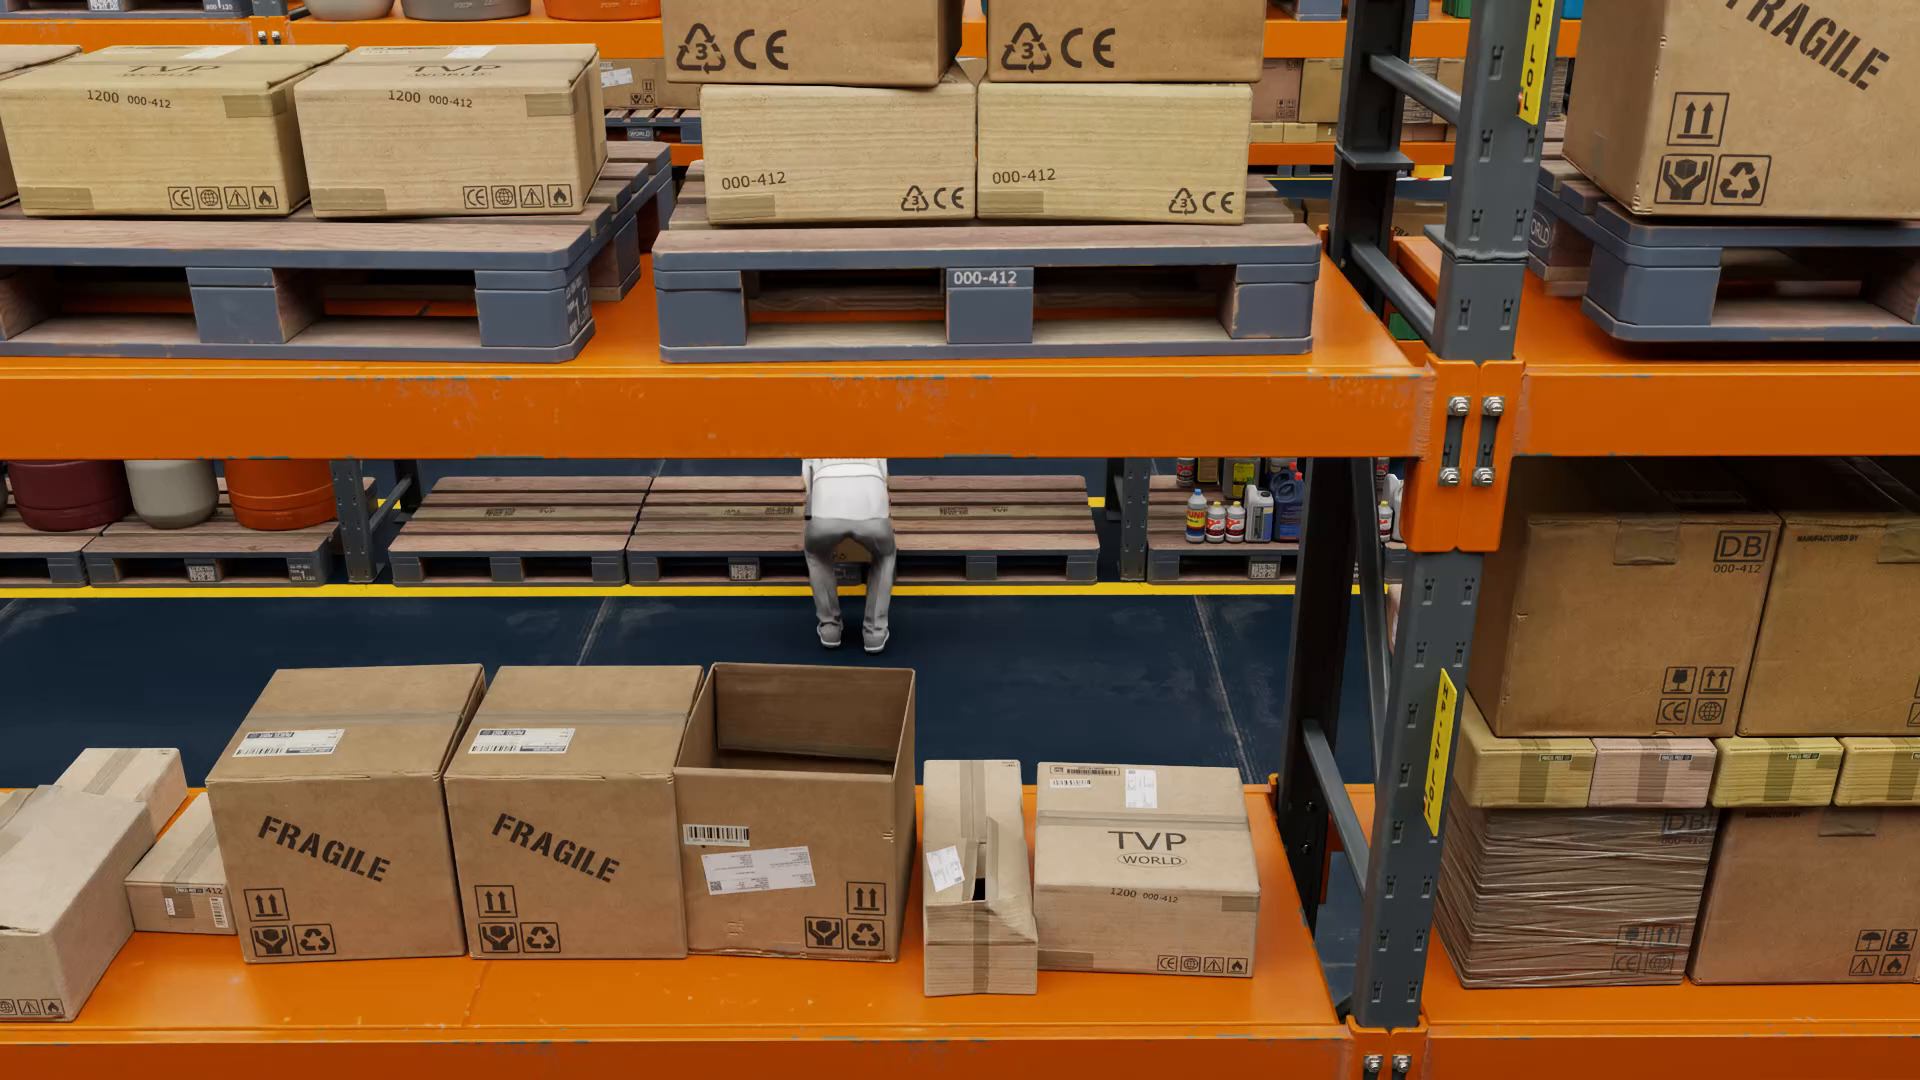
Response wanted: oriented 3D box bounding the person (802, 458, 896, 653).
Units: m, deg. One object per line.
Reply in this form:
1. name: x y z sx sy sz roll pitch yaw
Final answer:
1. person: -0.531 -0.056 7.978 0.445 1.049 0.921 -1 24 -3
